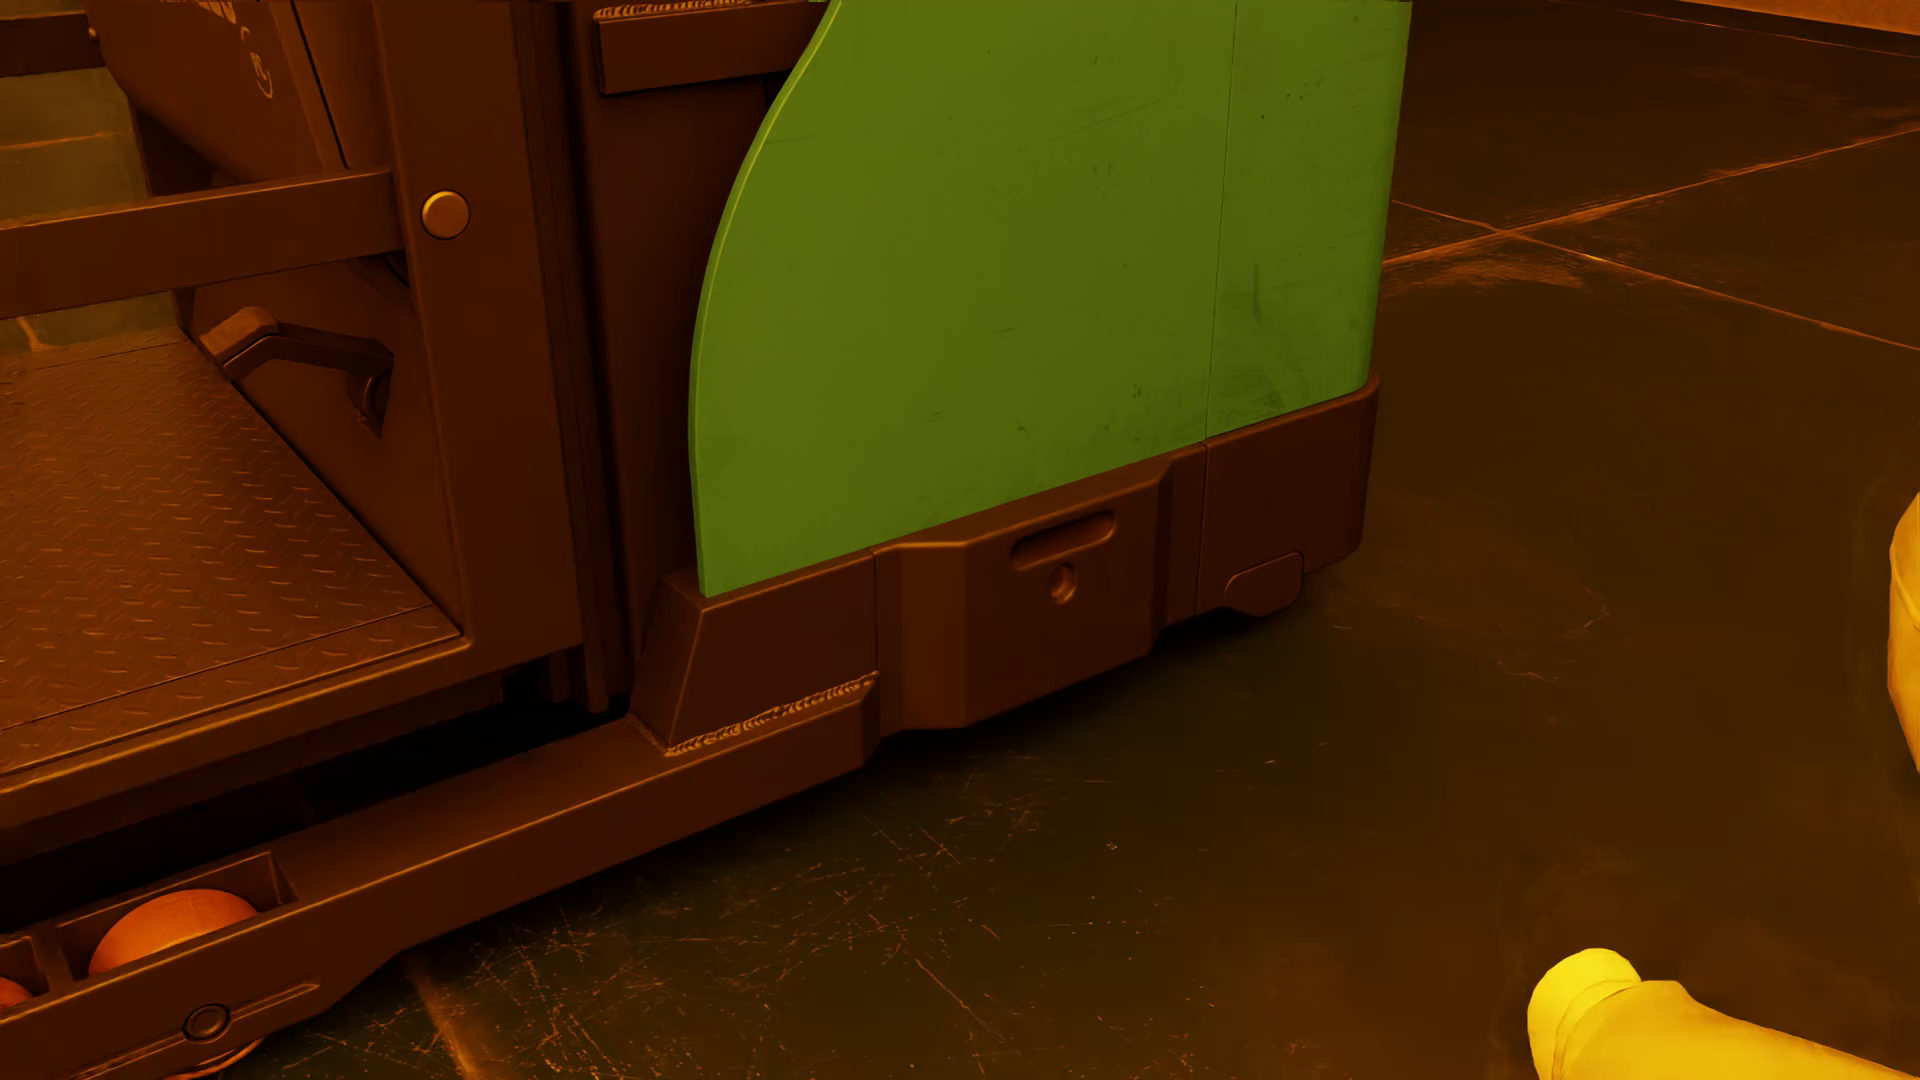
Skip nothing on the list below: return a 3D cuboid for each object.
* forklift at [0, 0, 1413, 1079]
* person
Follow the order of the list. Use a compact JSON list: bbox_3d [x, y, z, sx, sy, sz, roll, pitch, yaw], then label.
[{"bbox_3d":[-0.924,-1.037,1.299,3.031,2.935,1.130,-18,32,-32],"label":"forklift"},{"bbox_3d":[0.690,0.011,0.872,0.639,1.472,0.722,22,34,37],"label":"person"}]
